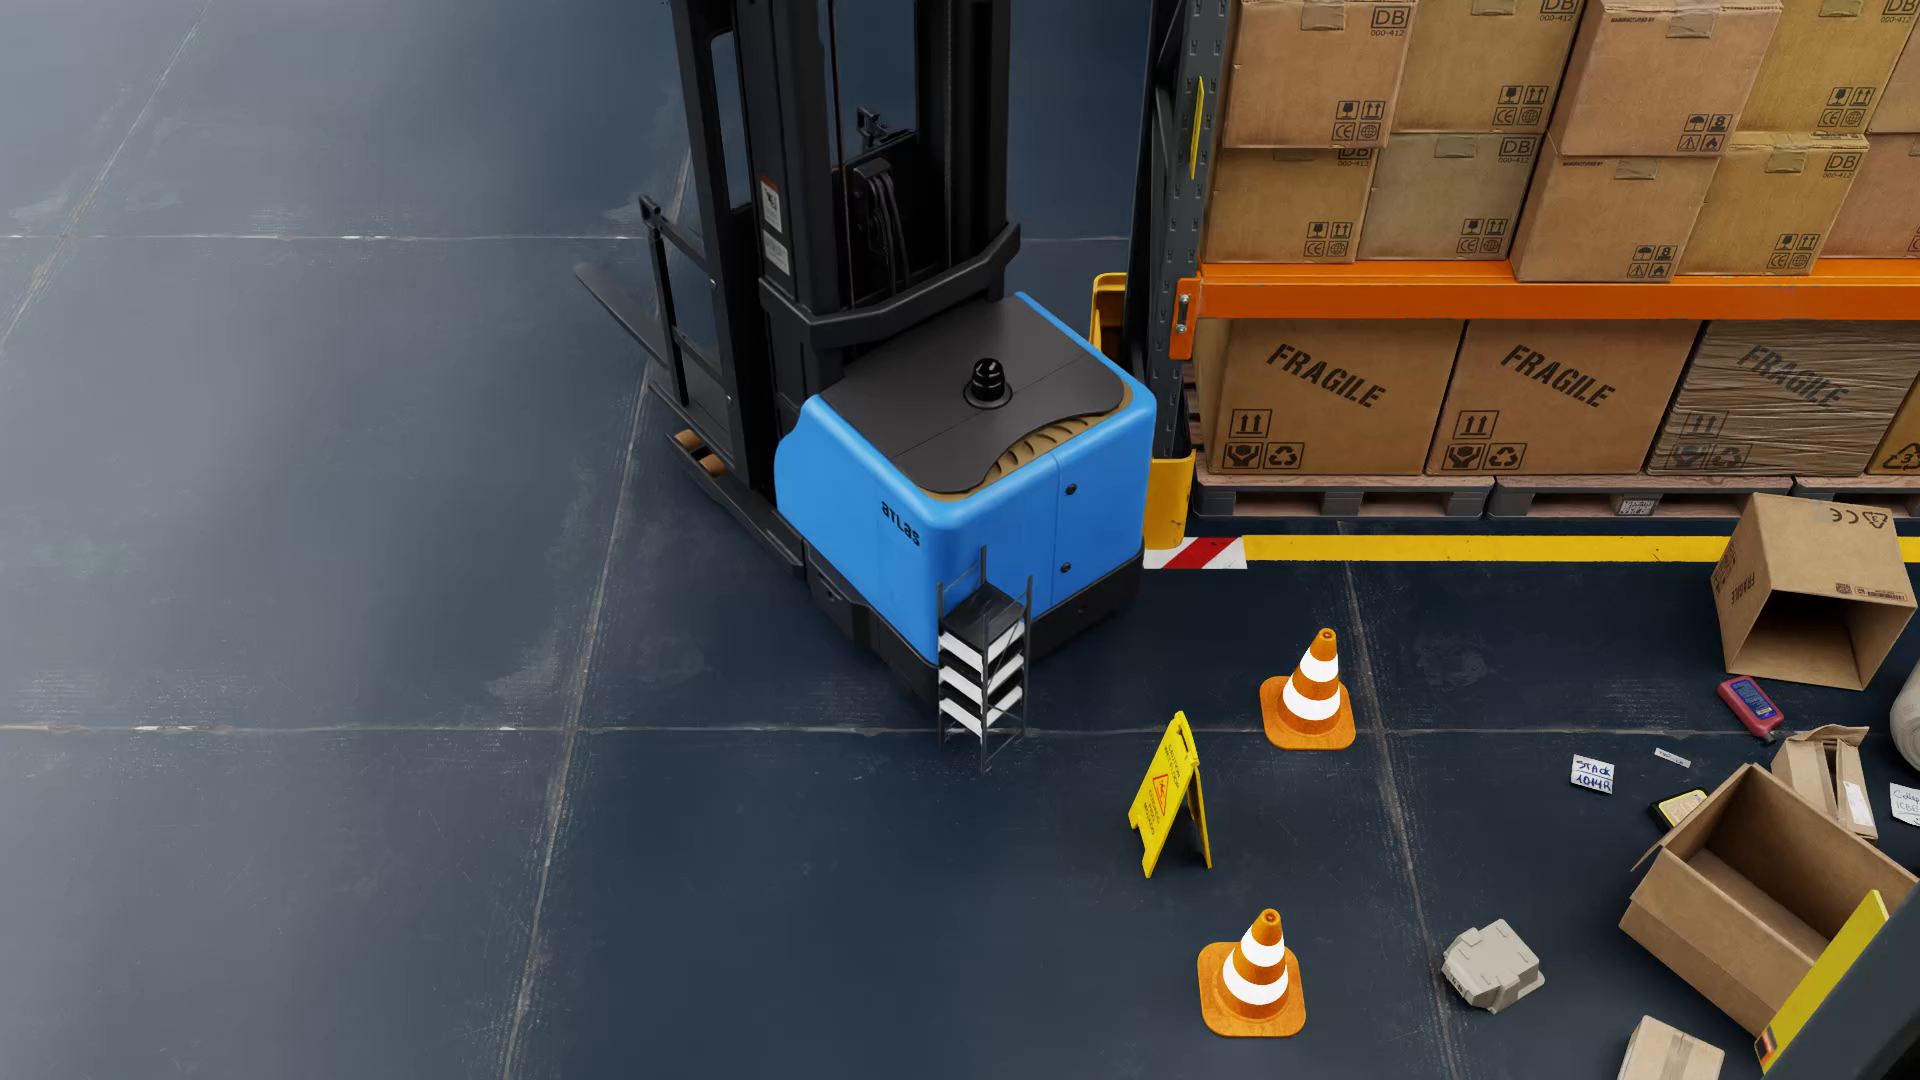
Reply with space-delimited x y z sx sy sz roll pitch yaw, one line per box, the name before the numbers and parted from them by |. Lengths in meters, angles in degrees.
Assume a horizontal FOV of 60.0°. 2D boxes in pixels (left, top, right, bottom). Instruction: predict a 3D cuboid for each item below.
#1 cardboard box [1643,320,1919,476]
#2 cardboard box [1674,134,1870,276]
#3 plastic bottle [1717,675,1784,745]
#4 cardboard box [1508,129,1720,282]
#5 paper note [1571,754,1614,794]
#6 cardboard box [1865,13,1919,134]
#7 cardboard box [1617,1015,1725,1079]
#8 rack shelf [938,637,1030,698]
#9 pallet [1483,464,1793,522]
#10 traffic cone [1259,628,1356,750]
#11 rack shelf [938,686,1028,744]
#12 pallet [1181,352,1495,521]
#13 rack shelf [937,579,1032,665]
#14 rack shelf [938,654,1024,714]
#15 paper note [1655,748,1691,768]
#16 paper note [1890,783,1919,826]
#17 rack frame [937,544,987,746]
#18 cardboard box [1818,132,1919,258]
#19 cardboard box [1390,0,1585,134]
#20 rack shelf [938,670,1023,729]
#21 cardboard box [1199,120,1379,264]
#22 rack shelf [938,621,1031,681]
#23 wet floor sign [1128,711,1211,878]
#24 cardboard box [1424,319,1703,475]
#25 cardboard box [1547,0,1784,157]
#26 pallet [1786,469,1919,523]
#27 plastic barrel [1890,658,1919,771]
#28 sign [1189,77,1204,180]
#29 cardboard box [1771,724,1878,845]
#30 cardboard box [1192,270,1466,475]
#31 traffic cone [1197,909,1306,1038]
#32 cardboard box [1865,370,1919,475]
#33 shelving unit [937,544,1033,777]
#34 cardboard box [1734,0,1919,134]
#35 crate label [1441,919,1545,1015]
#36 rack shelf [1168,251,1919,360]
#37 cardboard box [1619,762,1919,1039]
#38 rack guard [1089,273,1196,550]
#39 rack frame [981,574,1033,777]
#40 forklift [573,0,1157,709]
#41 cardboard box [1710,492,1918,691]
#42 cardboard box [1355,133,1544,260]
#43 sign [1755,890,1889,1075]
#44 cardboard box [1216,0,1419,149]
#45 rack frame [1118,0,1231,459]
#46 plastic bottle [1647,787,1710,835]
cardboard box | 3.242 -0.873 6.759 0.875 0.875 0.875 0 47 0
cardboard box | 2.783 -1.446 6.025 0.500 0.550 0.875 0 47 0
plastic bottle | 2.966 0.636 6.197 0.133 0.061 0.283 -15 49 -13
cardboard box | 2.253 -1.417 5.998 0.550 0.550 0.875 0 47 0
paper note | 2.292 0.847 6.023 0.142 0.017 0.144 15 49 14
cardboard box | 3.313 -1.865 5.677 0.550 0.550 0.875 0 47 0
cardboard box | 2.172 1.707 5.140 0.250 0.149 0.380 23 51 20
rack shelf | 0.083 0.398 5.768 0.200 0.077 0.258 33 55 27
pallet | 2.789 -0.512 7.163 1.213 0.211 1.003 0 47 0
traffic cone | 1.298 0.493 6.056 0.334 0.463 0.336 0 47 0
rack shelf | 0.083 0.582 5.966 0.200 0.077 0.258 33 55 27
pallet | 1.572 -0.517 7.168 1.213 0.211 1.003 0 47 0
rack shelf | 0.083 0.276 5.636 0.200 0.077 0.258 33 55 27
rack shelf | 0.083 0.459 5.834 0.200 0.077 0.258 33 55 27
paper note | 2.607 0.797 6.082 0.123 0.001 0.032 23 51 20
paper note | 3.407 0.948 5.932 0.155 0.023 0.172 15 49 14
rack frame | 0.007 0.387 5.856 0.006 0.900 0.240 33 55 27
cardboard box | 3.313 -1.517 6.092 0.550 0.550 0.875 0 47 0
cardboard box | 1.693 -1.868 5.680 0.550 0.550 0.875 0 47 0
rack shelf | 0.083 0.521 5.900 0.200 0.077 0.258 33 55 27
cardboard box | 1.143 -1.496 6.071 0.550 0.550 0.875 0 47 0
rack shelf | 0.083 0.337 5.702 0.200 0.077 0.258 33 55 27
wet floor sign | 0.736 0.839 5.609 0.232 0.644 0.267 -7 47 -7
cardboard box | 2.330 -0.877 6.763 0.875 0.875 0.875 -1 47 0
cardboard box | 2.253 -1.767 5.586 0.550 0.550 0.875 0 47 0
pallet | 4.012 -0.511 7.162 1.213 0.211 1.003 0 47 0
plastic barrel | 3.632 0.596 5.987 0.421 0.421 0.512 32 55 26
sign | 0.764 -1.328 5.372 0.005 0.325 0.100 0 47 0
cardboard box | 3.046 0.873 5.836 0.258 0.266 0.396 8 48 7
cardboard box | 1.450 -0.878 6.764 0.875 0.875 0.875 0 47 0
traffic cone | 0.954 1.319 5.287 0.334 0.463 0.336 0 47 0
cardboard box | 4.143 -0.874 6.759 0.875 0.875 0.875 1 47 1
shelving unit | 0.083 0.437 5.809 0.210 0.900 0.258 33 55 27
cardboard box | 2.783 -1.861 5.673 0.500 0.550 0.875 0 47 0
crate label | 1.740 1.387 5.446 0.298 0.136 0.250 -23 51 -20
rack shelf | 2.772 -1.162 6.354 4.000 0.370 1.077 0 47 0
cardboard box | 2.621 1.213 5.358 0.637 0.503 0.797 -31 54 -26
rack guard | 0.748 -0.561 7.011 0.348 0.500 1.175 0 47 0
rack frame | 0.159 0.486 5.763 0.006 0.900 0.240 33 55 27
forklift | -0.595 -1.397 6.128 1.130 2.935 3.031 -30 54 -25
cardboard box | 3.216 0.196 6.305 0.500 0.500 0.500 8 48 7
cardboard box | 1.693 -1.510 6.085 0.550 0.550 0.875 0 47 0
sign | 0.877 0.481 1.679 0.005 0.325 0.100 0 47 0
cardboard box | 1.143 -1.802 5.619 0.550 0.550 0.875 0 47 0
rack frame | 0.772 -1.412 6.096 0.127 3.000 1.000 0 47 0
plastic bottle | 2.599 0.956 5.899 0.283 0.061 0.133 -15 49 -13
